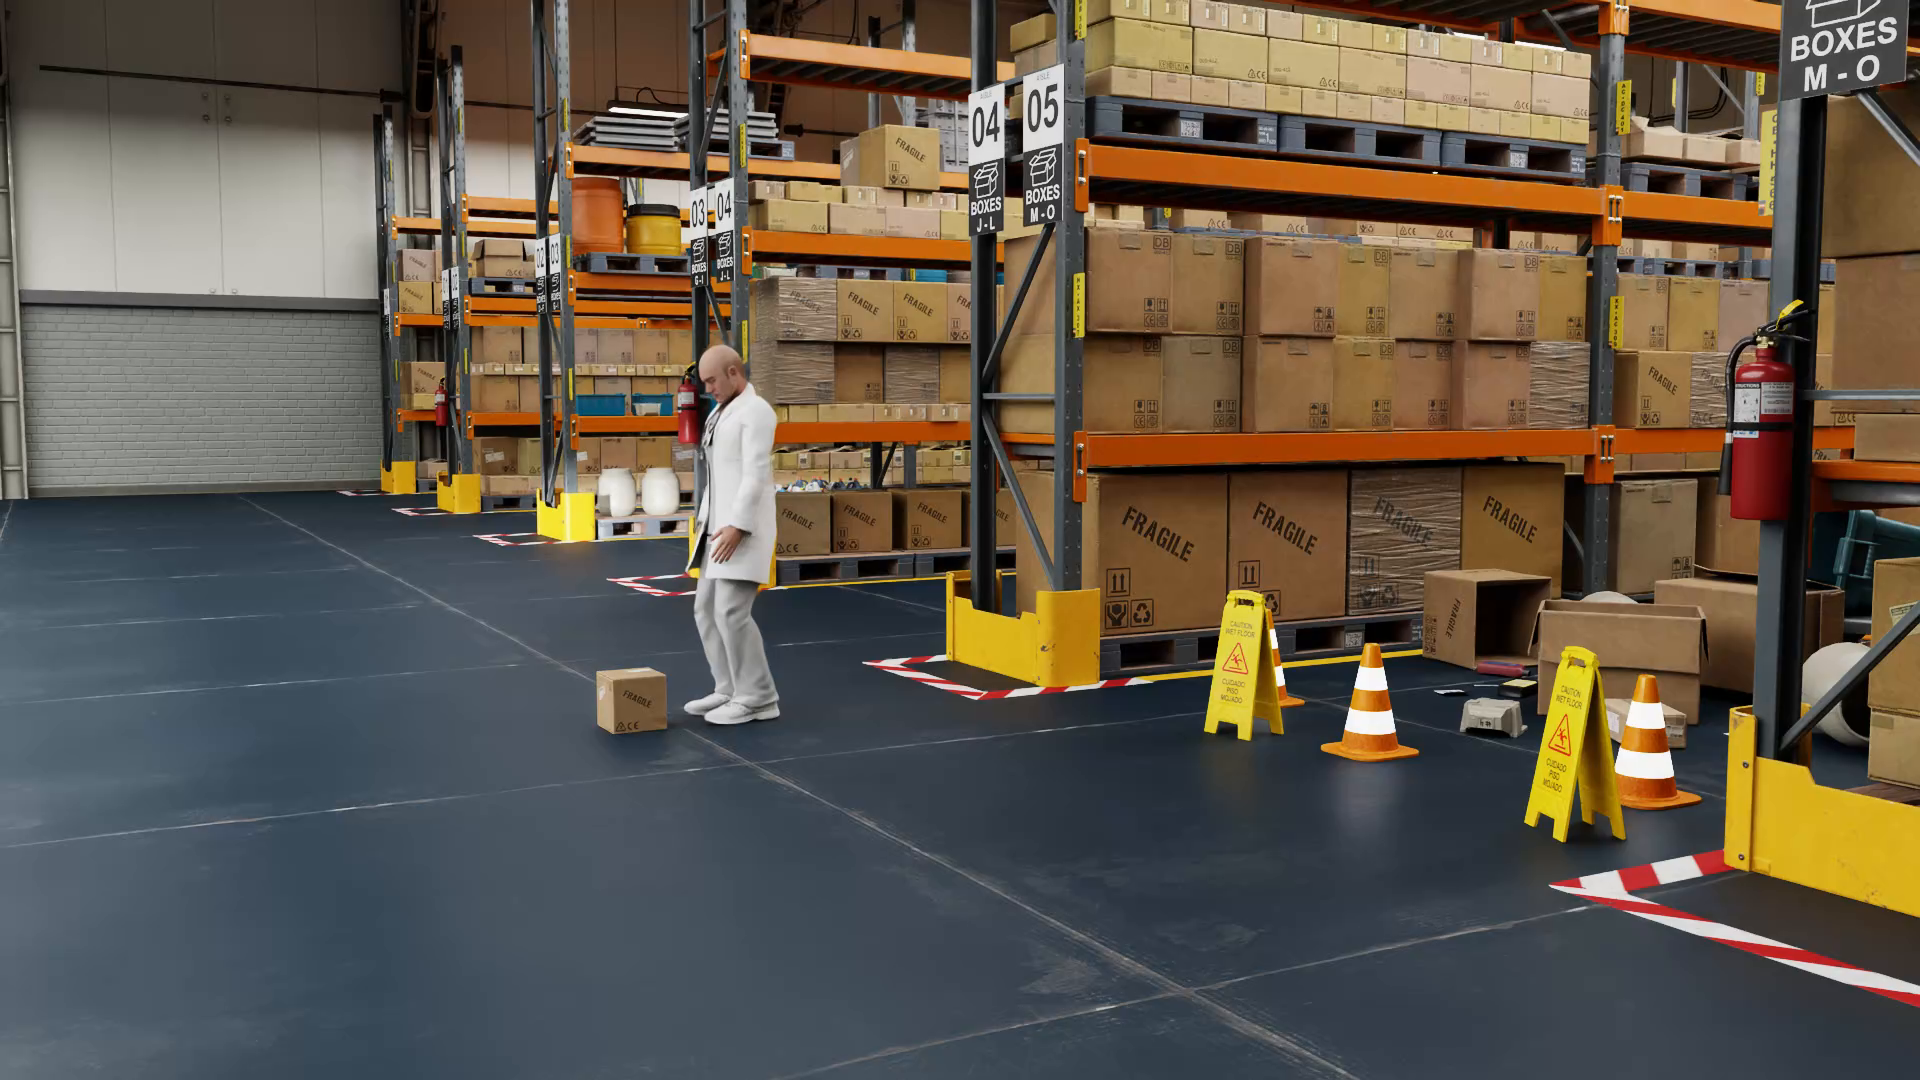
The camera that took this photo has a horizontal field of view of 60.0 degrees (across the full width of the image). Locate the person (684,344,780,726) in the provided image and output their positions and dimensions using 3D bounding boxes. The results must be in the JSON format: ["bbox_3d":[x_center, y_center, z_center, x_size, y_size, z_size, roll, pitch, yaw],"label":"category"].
[{"bbox_3d":[-1.055,-0.029,7.746,0.388,1.752,0.579,-3,6,-27],"label":"person"}]
